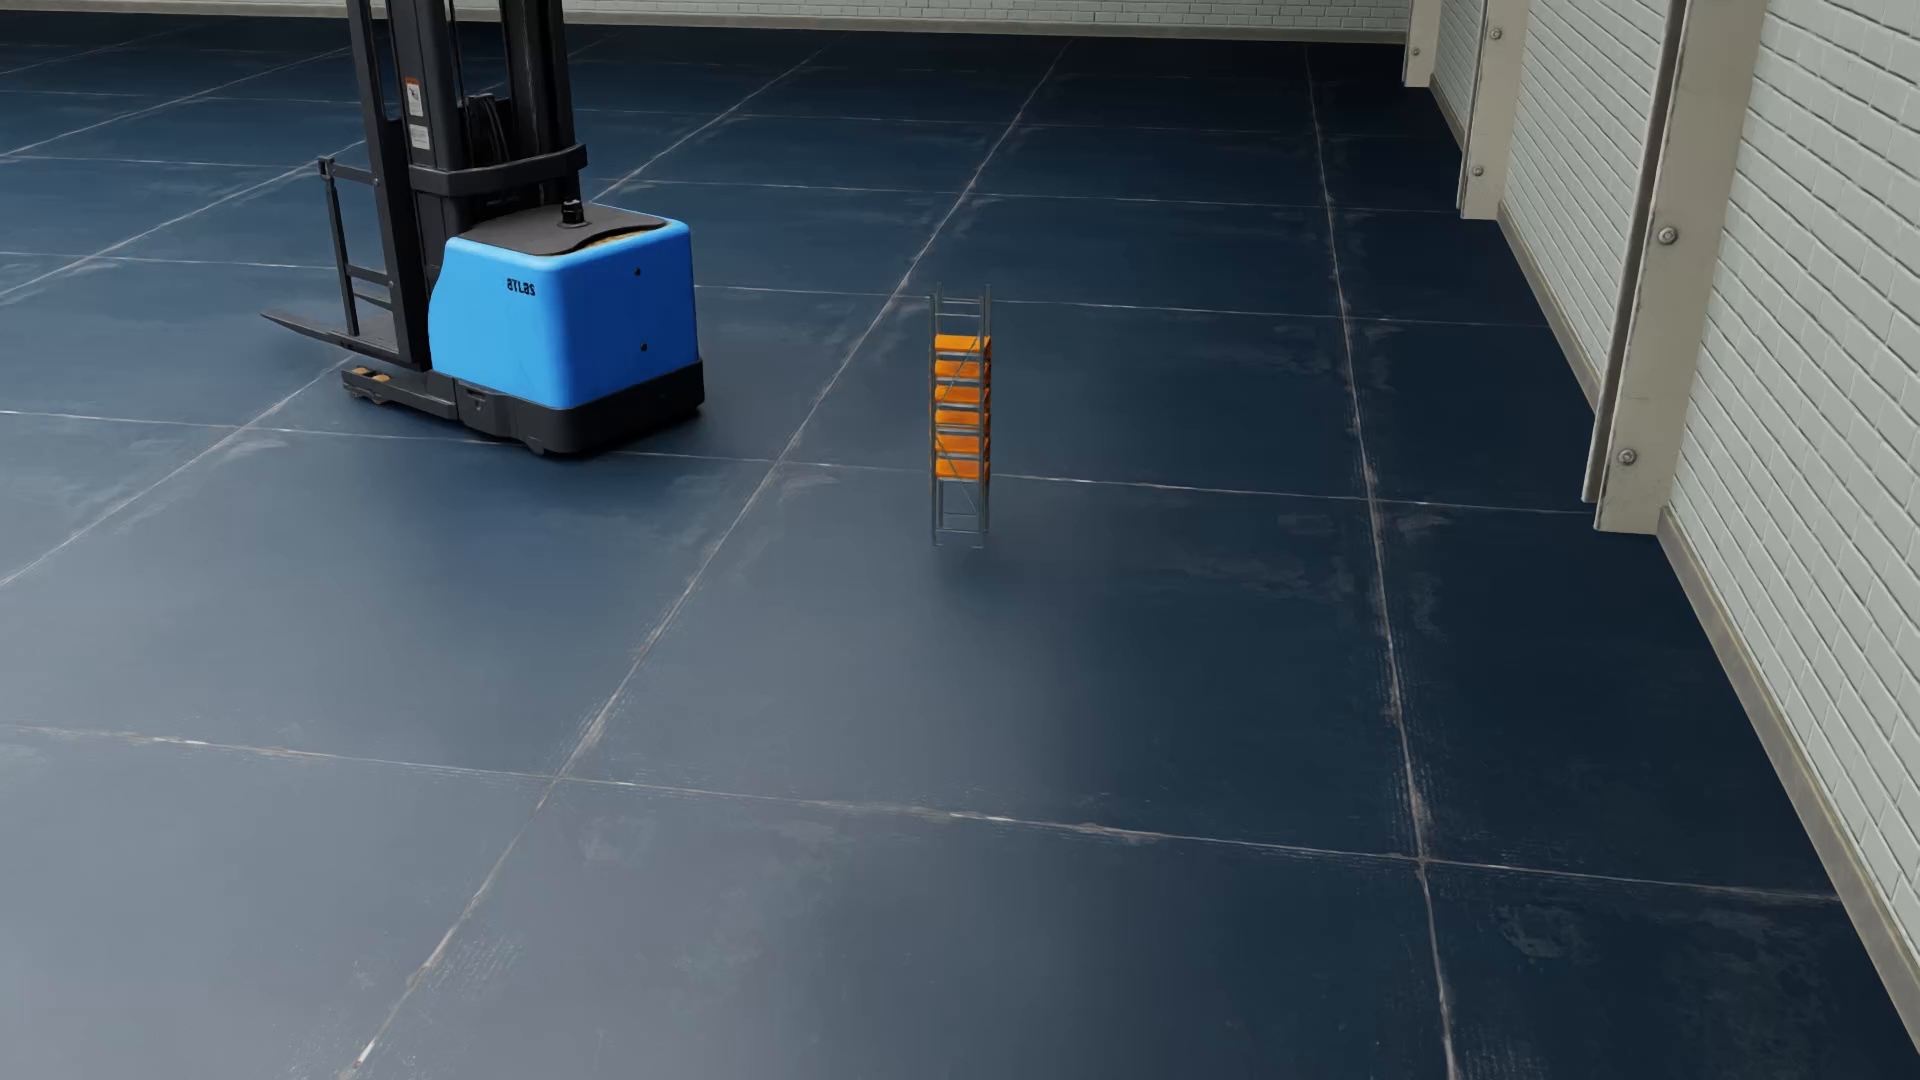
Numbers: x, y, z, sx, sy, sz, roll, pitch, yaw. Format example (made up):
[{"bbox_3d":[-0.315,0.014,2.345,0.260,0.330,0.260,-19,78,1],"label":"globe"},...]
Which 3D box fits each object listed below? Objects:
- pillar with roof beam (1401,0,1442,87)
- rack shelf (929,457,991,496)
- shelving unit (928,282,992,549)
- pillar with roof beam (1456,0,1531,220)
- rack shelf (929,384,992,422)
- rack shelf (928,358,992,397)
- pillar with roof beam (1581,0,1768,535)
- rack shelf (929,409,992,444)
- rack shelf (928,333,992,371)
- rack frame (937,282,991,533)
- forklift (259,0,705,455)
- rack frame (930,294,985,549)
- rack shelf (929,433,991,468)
[{"bbox_3d":[0.897,-9.509,17.450,9.100,9.000,0.400,4,25,9],"label":"pillar with roof beam"},{"bbox_3d":[0.002,-0.292,7.629,0.258,0.103,0.180,4,25,9],"label":"rack shelf"},{"bbox_3d":[0.002,-0.549,7.509,0.258,1.200,0.189,4,25,9],"label":"shelving unit"},{"bbox_3d":[-0.084,-7.000,12.089,9.100,9.000,0.400,4,25,9],"label":"pillar with roof beam"},{"bbox_3d":[0.002,-0.618,7.477,0.258,0.103,0.180,4,25,9],"label":"rack shelf"},{"bbox_3d":[0.002,-0.727,7.426,0.258,0.103,0.180,4,25,9],"label":"rack shelf"},{"bbox_3d":[-1.065,-4.490,6.728,9.100,9.000,0.400,4,25,9],"label":"pillar with roof beam"},{"bbox_3d":[0.002,-0.509,7.527,0.258,0.103,0.180,4,25,9],"label":"rack shelf"},{"bbox_3d":[0.002,-0.835,7.375,0.258,0.103,0.180,4,25,9],"label":"rack shelf"},{"bbox_3d":[0.017,-0.588,7.590,0.240,1.200,0.006,4,25,9],"label":"rack frame"},{"bbox_3d":[-2.900,-2.253,9.107,3.031,2.935,1.130,18,30,33],"label":"forklift"},{"bbox_3d":[-0.013,-0.511,7.427,0.240,1.200,0.006,4,25,9],"label":"rack frame"},{"bbox_3d":[0.002,-0.401,7.578,0.258,0.103,0.180,4,25,9],"label":"rack shelf"}]
